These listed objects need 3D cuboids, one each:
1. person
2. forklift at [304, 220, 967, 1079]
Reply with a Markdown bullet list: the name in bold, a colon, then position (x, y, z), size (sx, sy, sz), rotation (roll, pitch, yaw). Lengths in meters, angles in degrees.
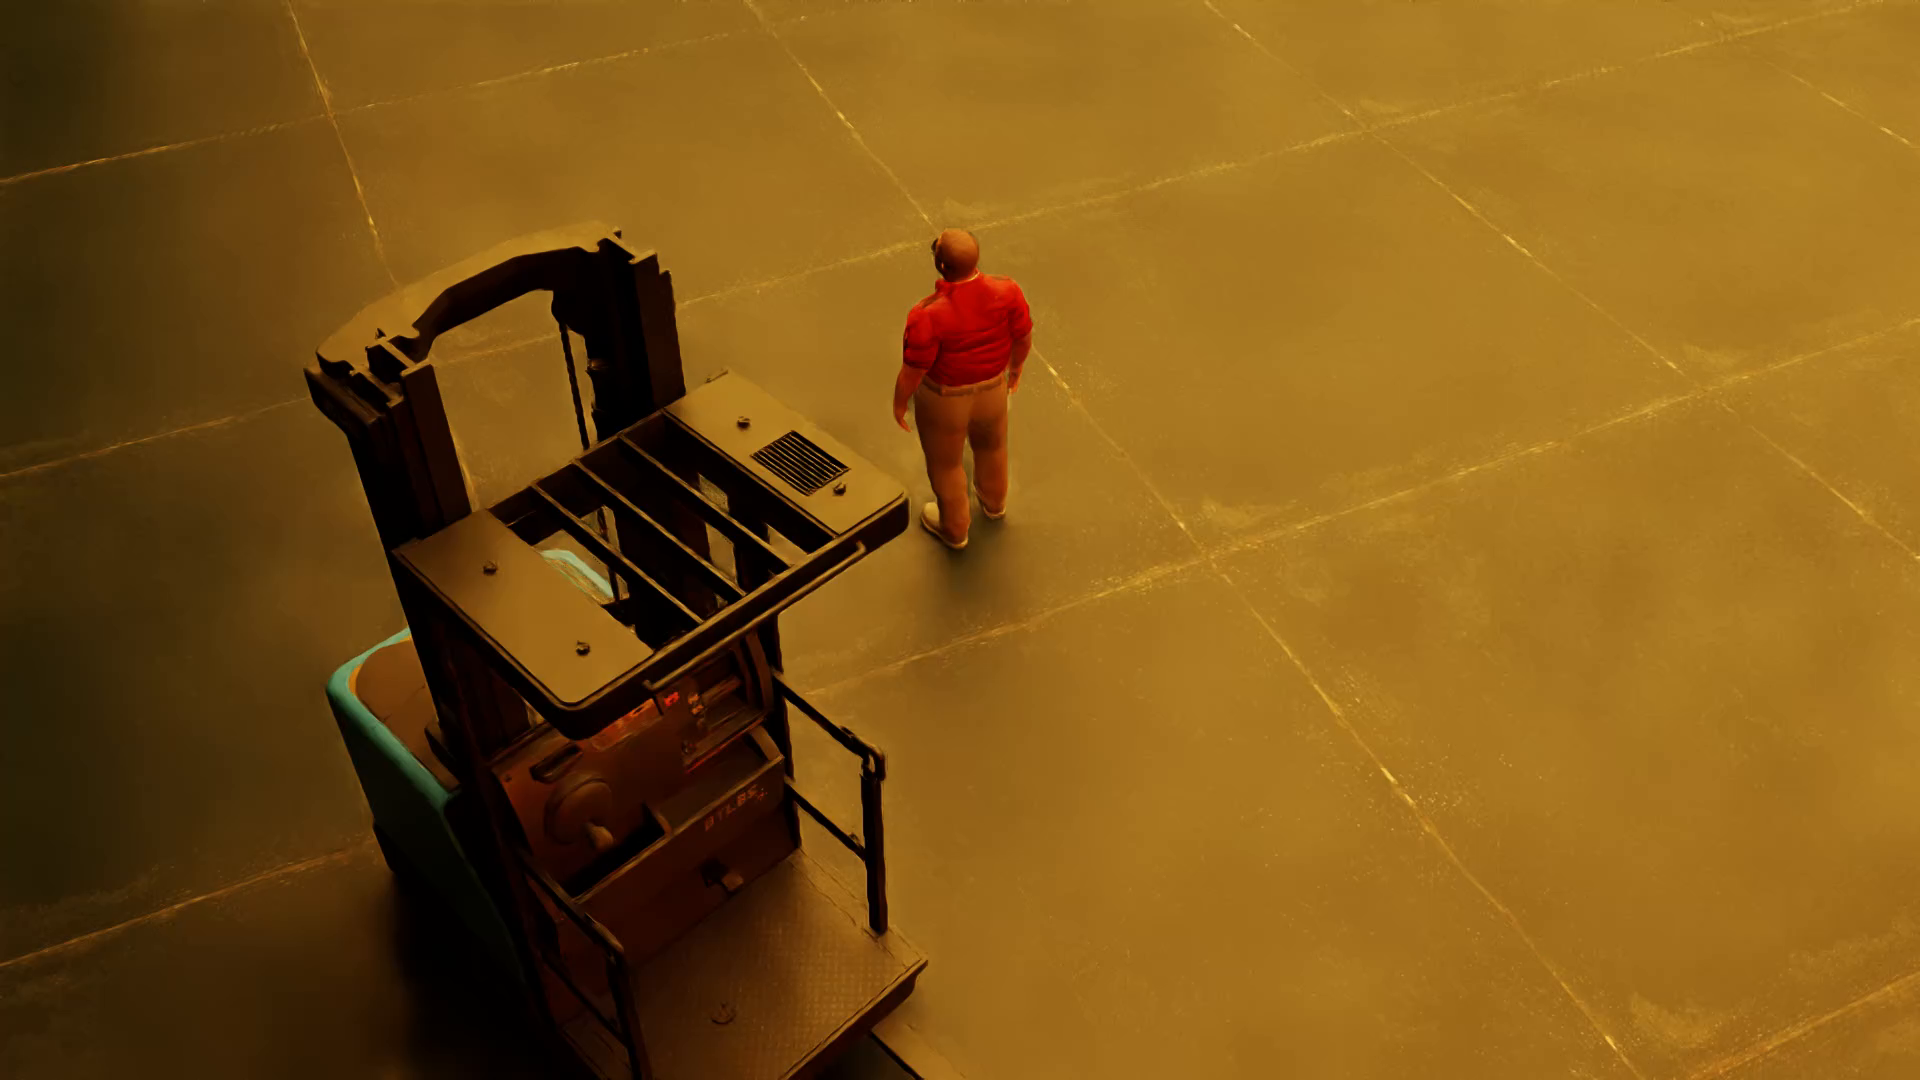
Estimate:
- **person**: position (-0.027, -0.672, 7.320), size (0.640, 1.659, 0.550), rotation (-18, 46, -18)
- **forklift**: position (-0.822, 0.664, 4.968), size (1.130, 2.935, 3.031), rotation (-34, 53, -31)
